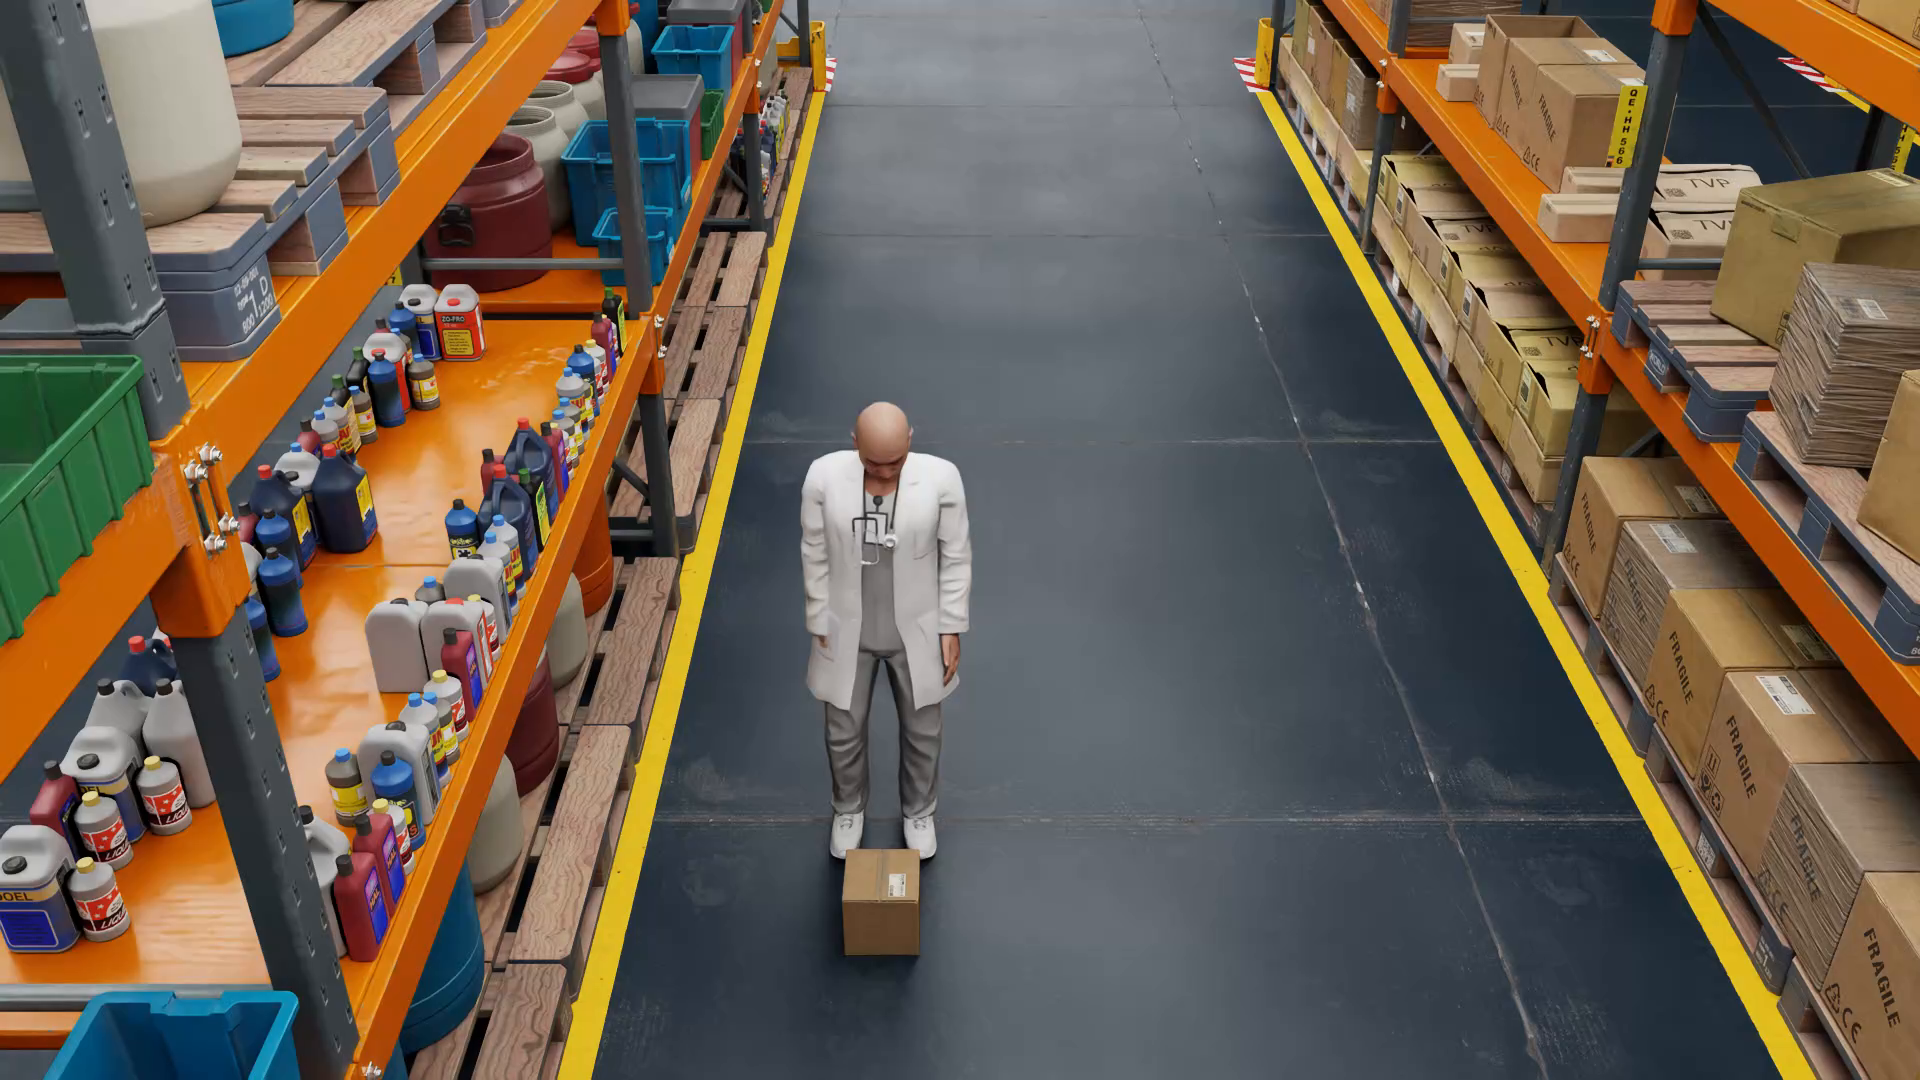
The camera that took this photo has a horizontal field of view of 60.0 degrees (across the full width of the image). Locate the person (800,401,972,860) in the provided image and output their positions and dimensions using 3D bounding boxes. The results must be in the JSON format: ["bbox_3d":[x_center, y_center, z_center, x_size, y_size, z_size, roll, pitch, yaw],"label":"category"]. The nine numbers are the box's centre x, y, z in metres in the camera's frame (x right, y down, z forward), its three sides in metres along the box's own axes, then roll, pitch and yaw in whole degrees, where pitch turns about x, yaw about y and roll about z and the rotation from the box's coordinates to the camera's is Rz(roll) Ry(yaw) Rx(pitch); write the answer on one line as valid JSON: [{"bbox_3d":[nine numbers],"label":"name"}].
[{"bbox_3d":[-0.246,0.317,5.652,0.572,1.757,0.378,1,31,1],"label":"person"}]
